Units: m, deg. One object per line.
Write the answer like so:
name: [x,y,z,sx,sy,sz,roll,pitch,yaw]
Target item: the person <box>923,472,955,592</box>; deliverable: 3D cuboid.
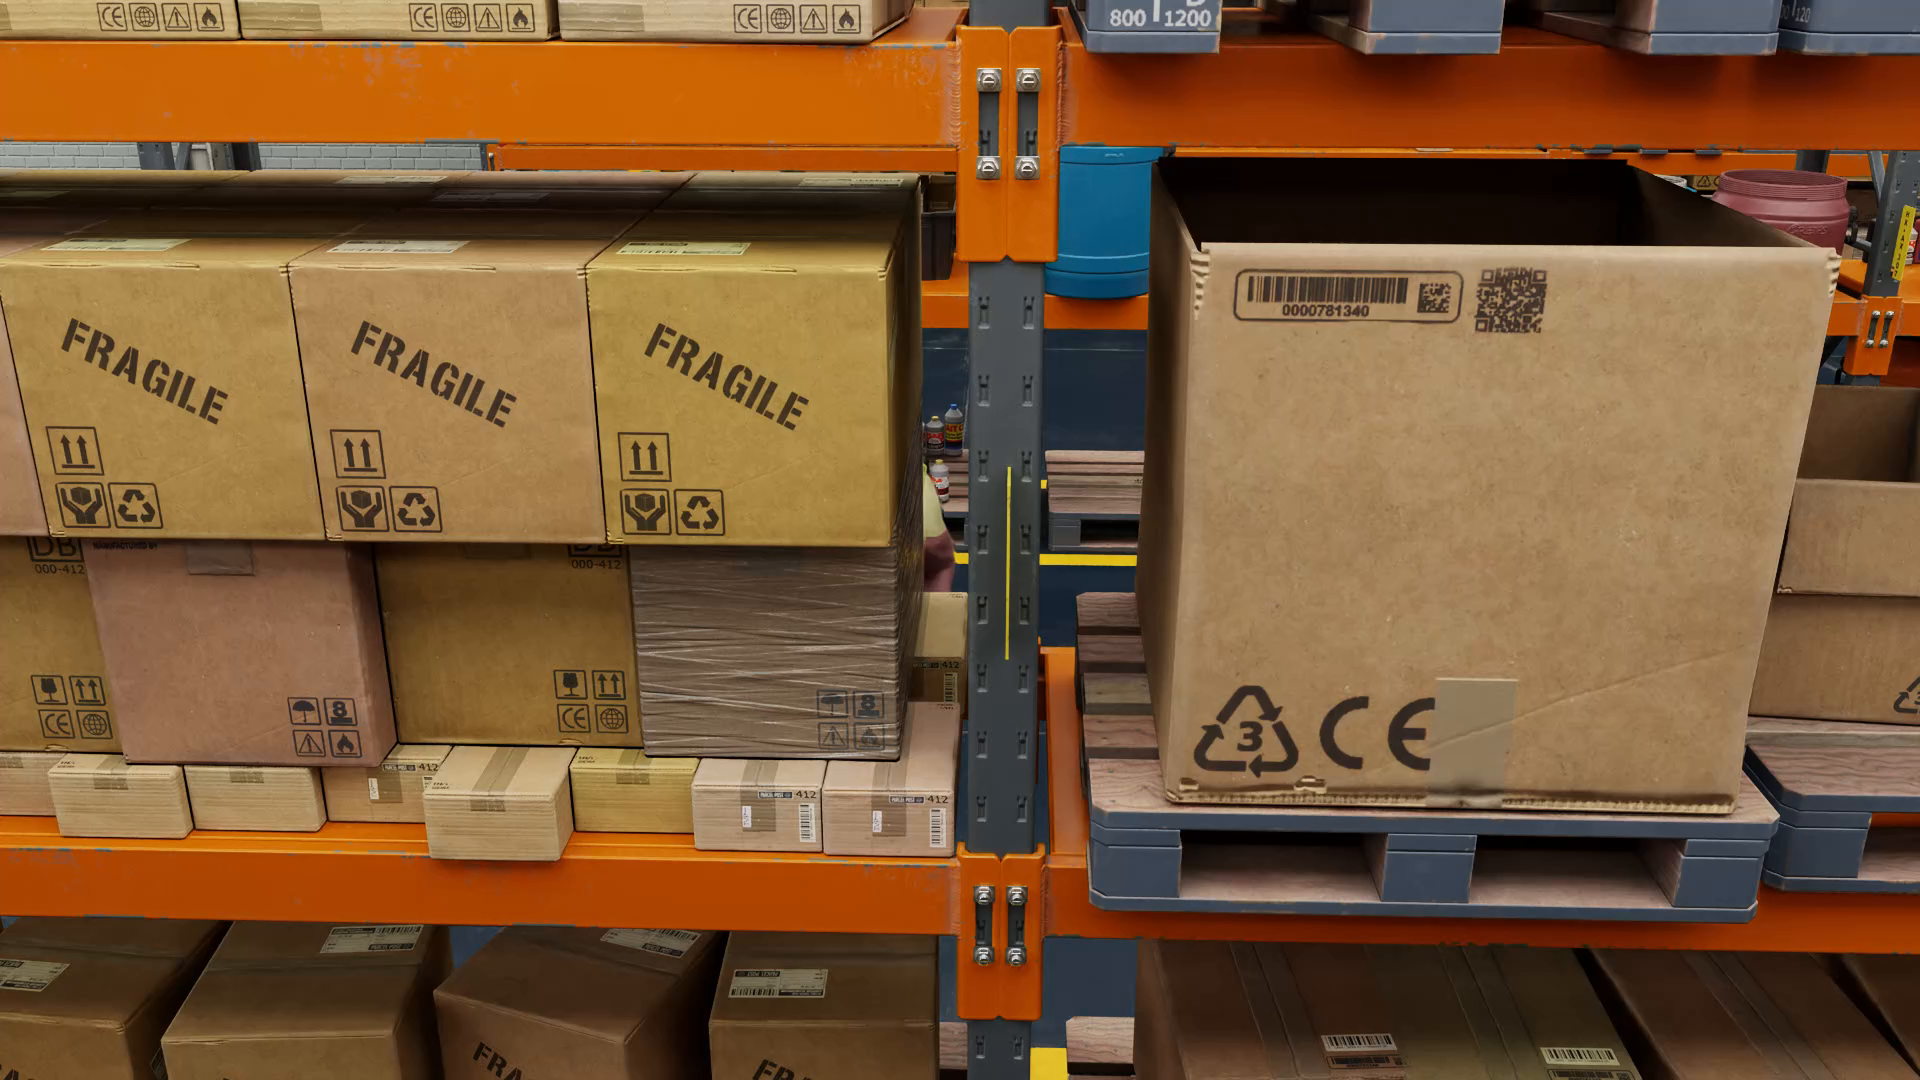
person: [-0.250,0.082,6.982,0.460,0.879,0.849,0,21,-1]
